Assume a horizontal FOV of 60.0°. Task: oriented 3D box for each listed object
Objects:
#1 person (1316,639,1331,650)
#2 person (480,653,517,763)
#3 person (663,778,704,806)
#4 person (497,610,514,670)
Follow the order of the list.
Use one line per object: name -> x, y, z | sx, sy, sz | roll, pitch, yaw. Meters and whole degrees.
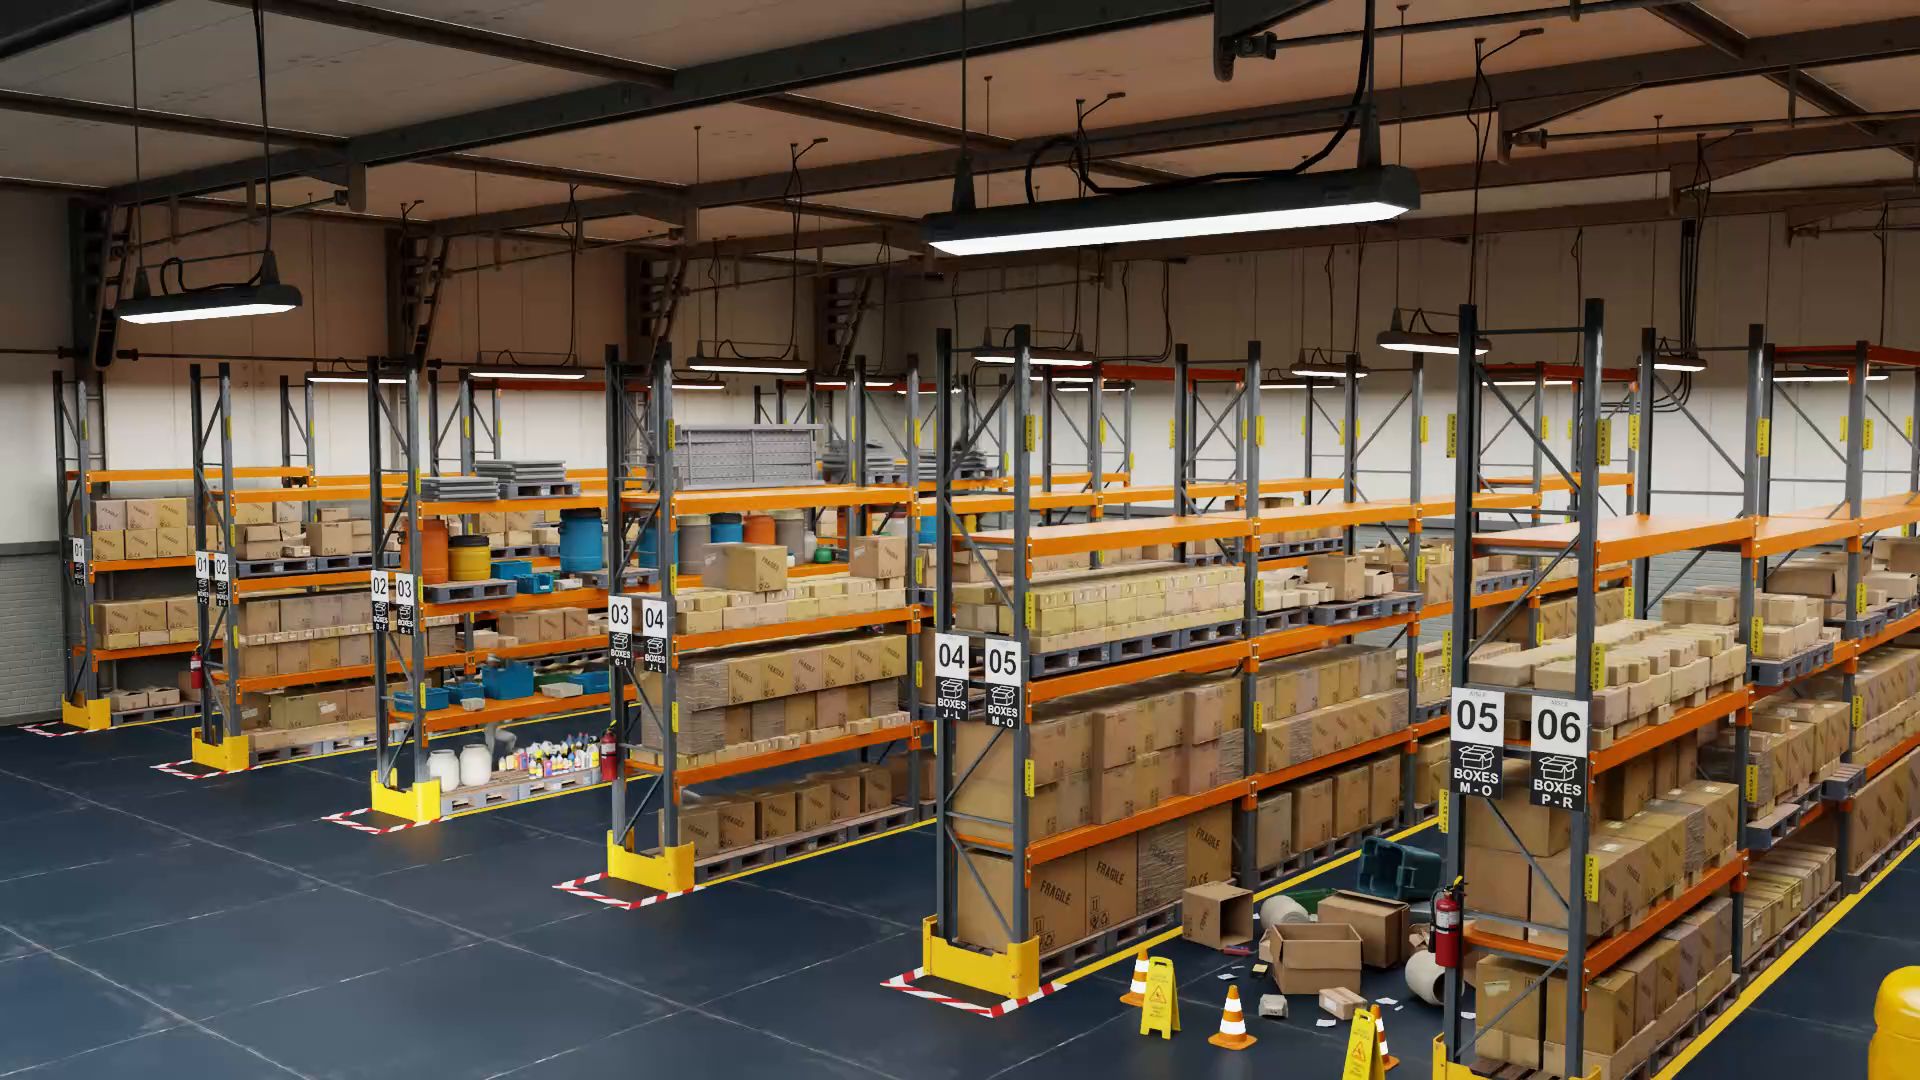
person -> 5.967, 2.394, 27.165 | 0.618, 1.696, 0.803 | 3, 5, 39
person -> -6.976, 2.529, 25.035 | 0.579, 1.700, 0.859 | 3, 5, 33
person -> -3.519, 2.787, 20.918 | 0.718, 1.743, 0.637 | 3, 5, 37
person -> -8.555, 2.108, 31.249 | 0.520, 1.588, 0.625 | 2, 5, 25
